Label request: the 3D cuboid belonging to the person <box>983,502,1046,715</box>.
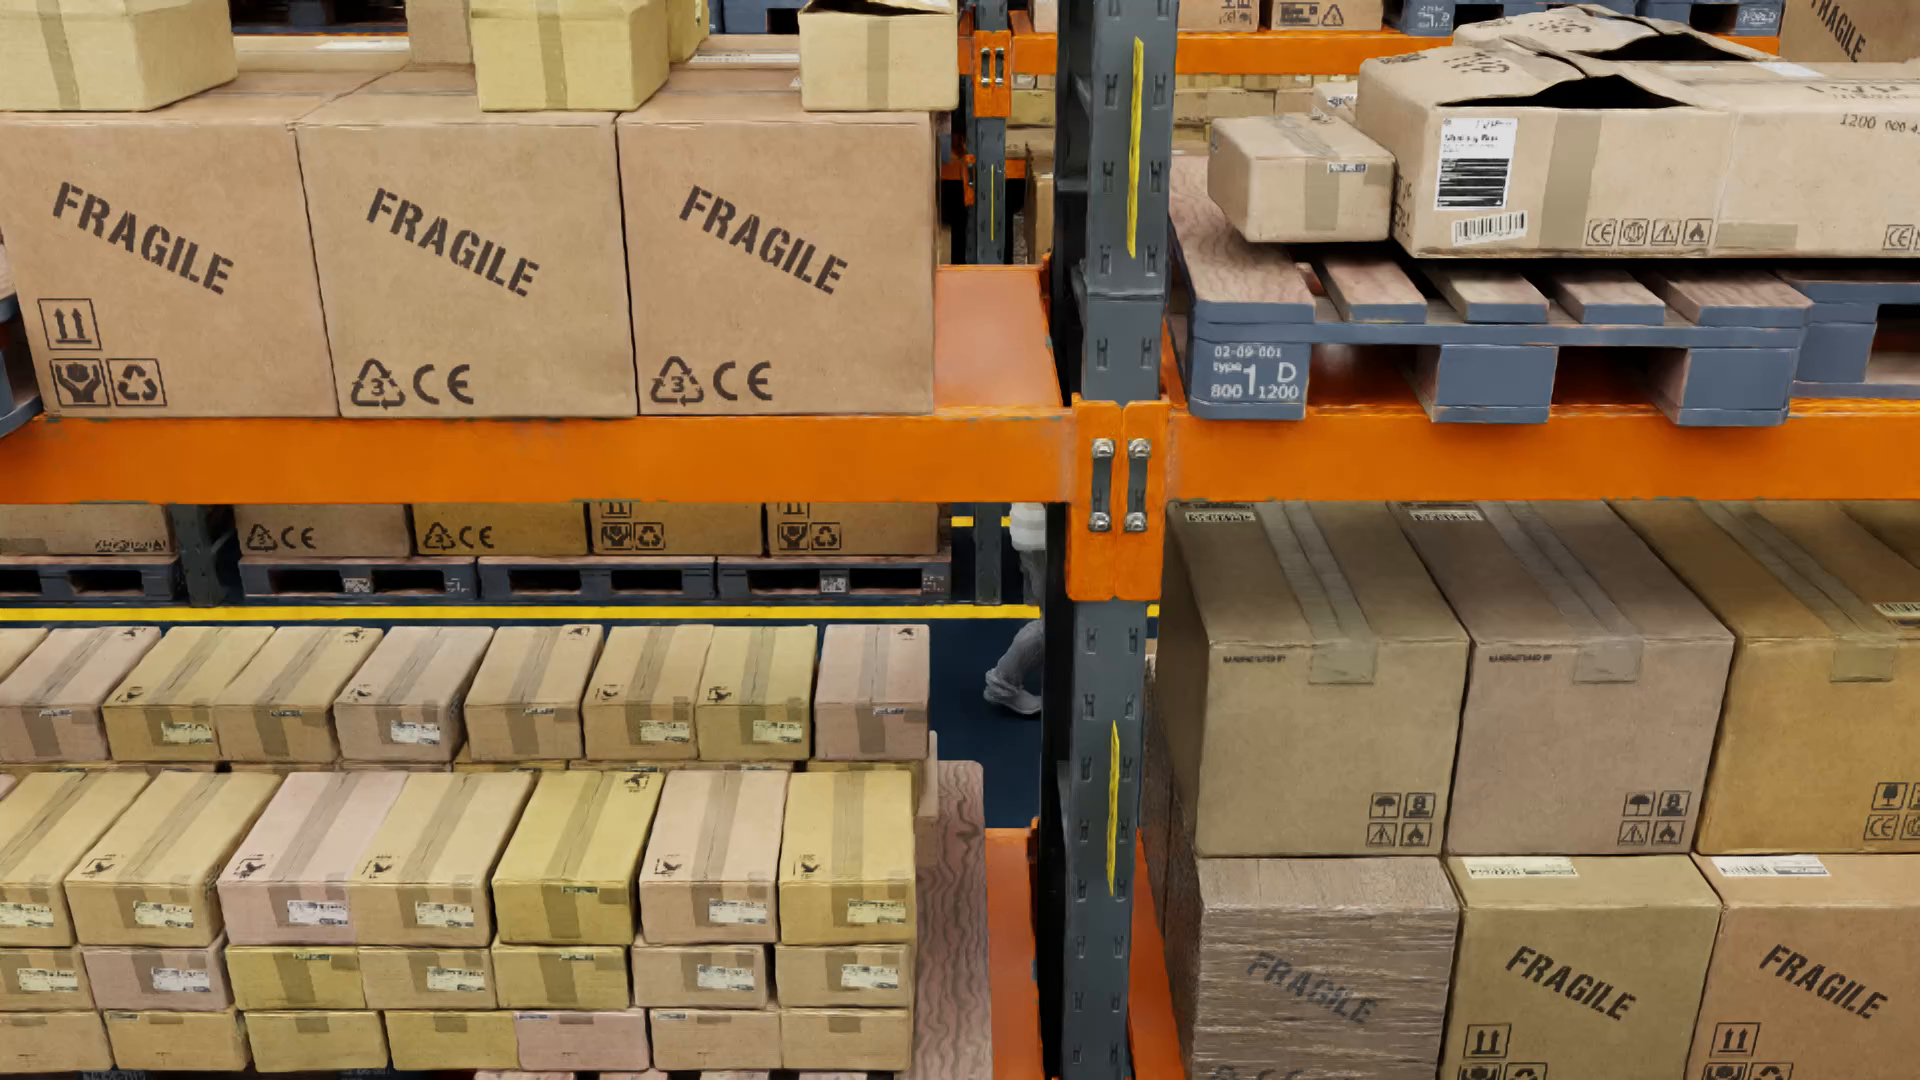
[{"bbox_3d":[0.470,-0.023,7.139,0.868,1.745,0.654,1,24,3],"label":"person"}]
